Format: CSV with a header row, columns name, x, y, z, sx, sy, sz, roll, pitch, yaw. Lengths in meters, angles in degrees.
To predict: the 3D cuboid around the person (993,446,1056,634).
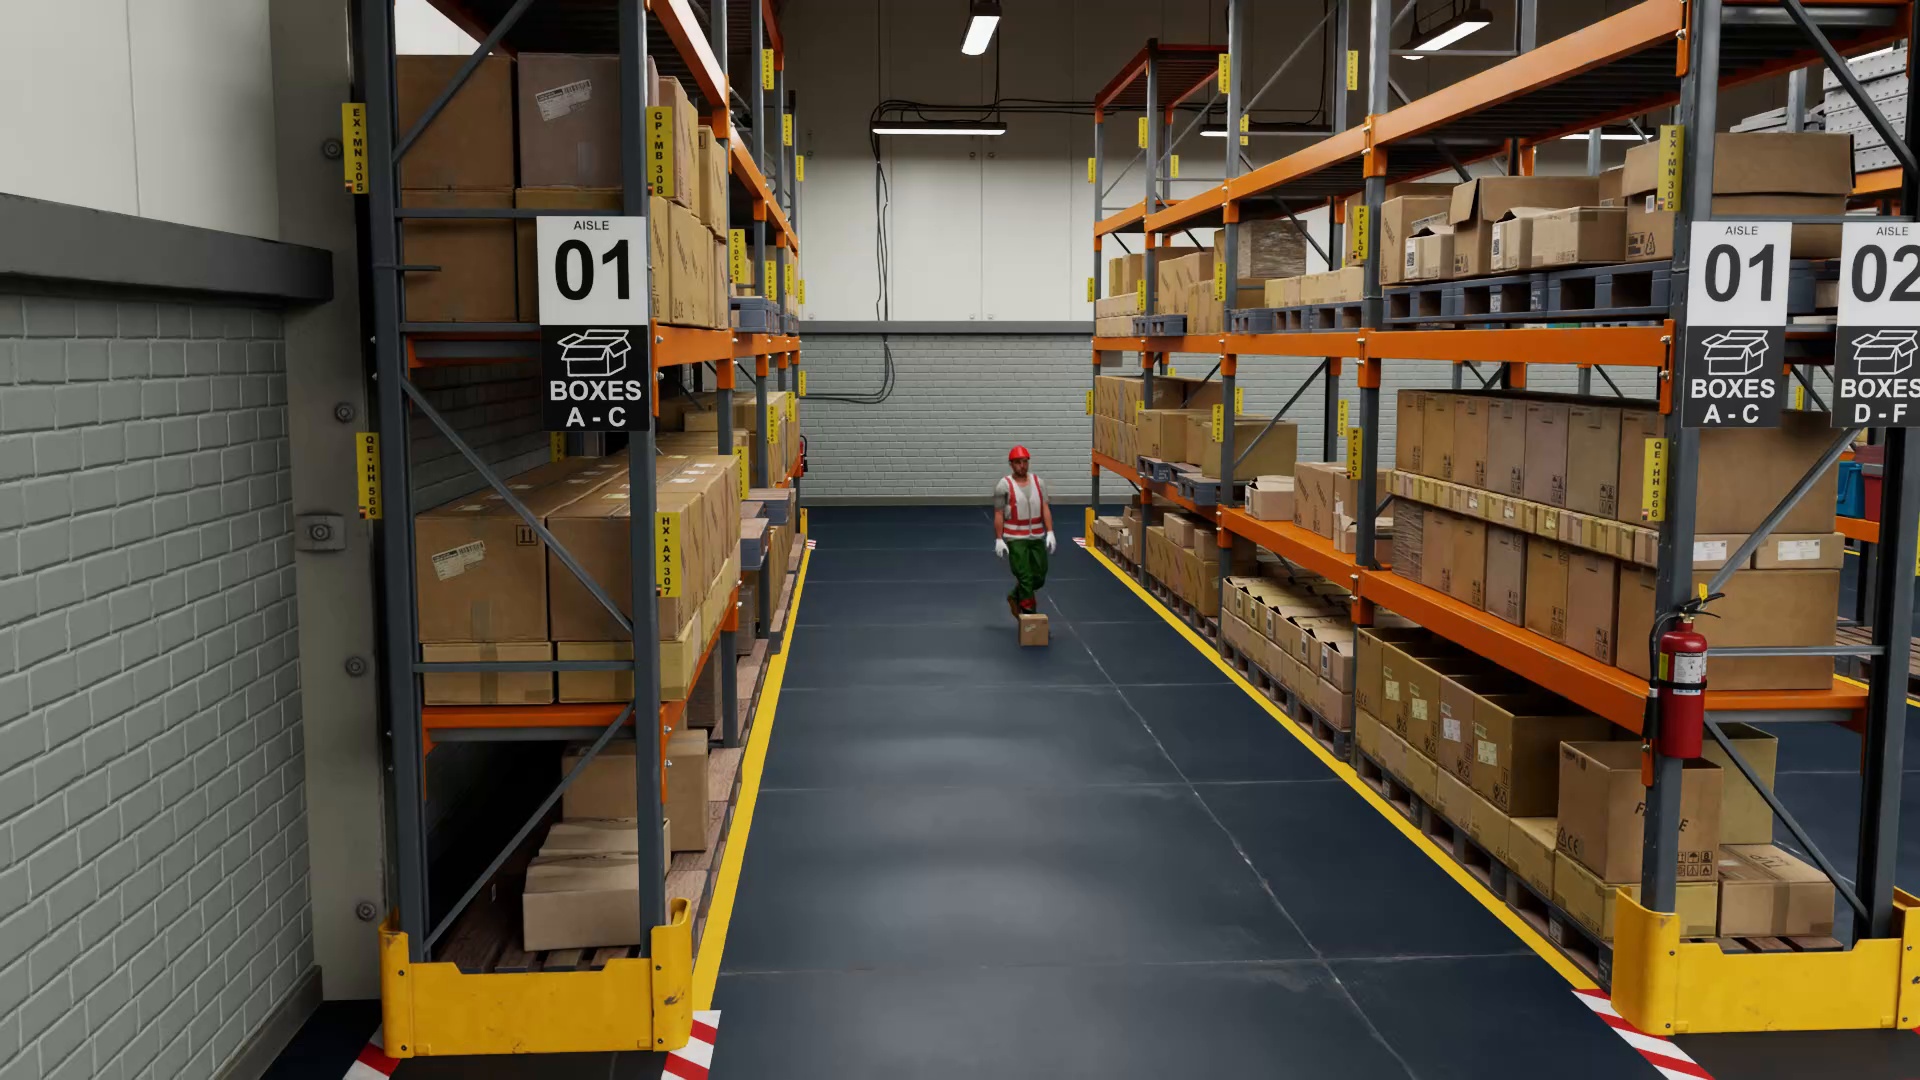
name,x,y,z,sx,sy,sz,roll,pitch,yaw
person,0.583,-0.009,15.702,0.583,1.778,0.798,-3,8,-26
